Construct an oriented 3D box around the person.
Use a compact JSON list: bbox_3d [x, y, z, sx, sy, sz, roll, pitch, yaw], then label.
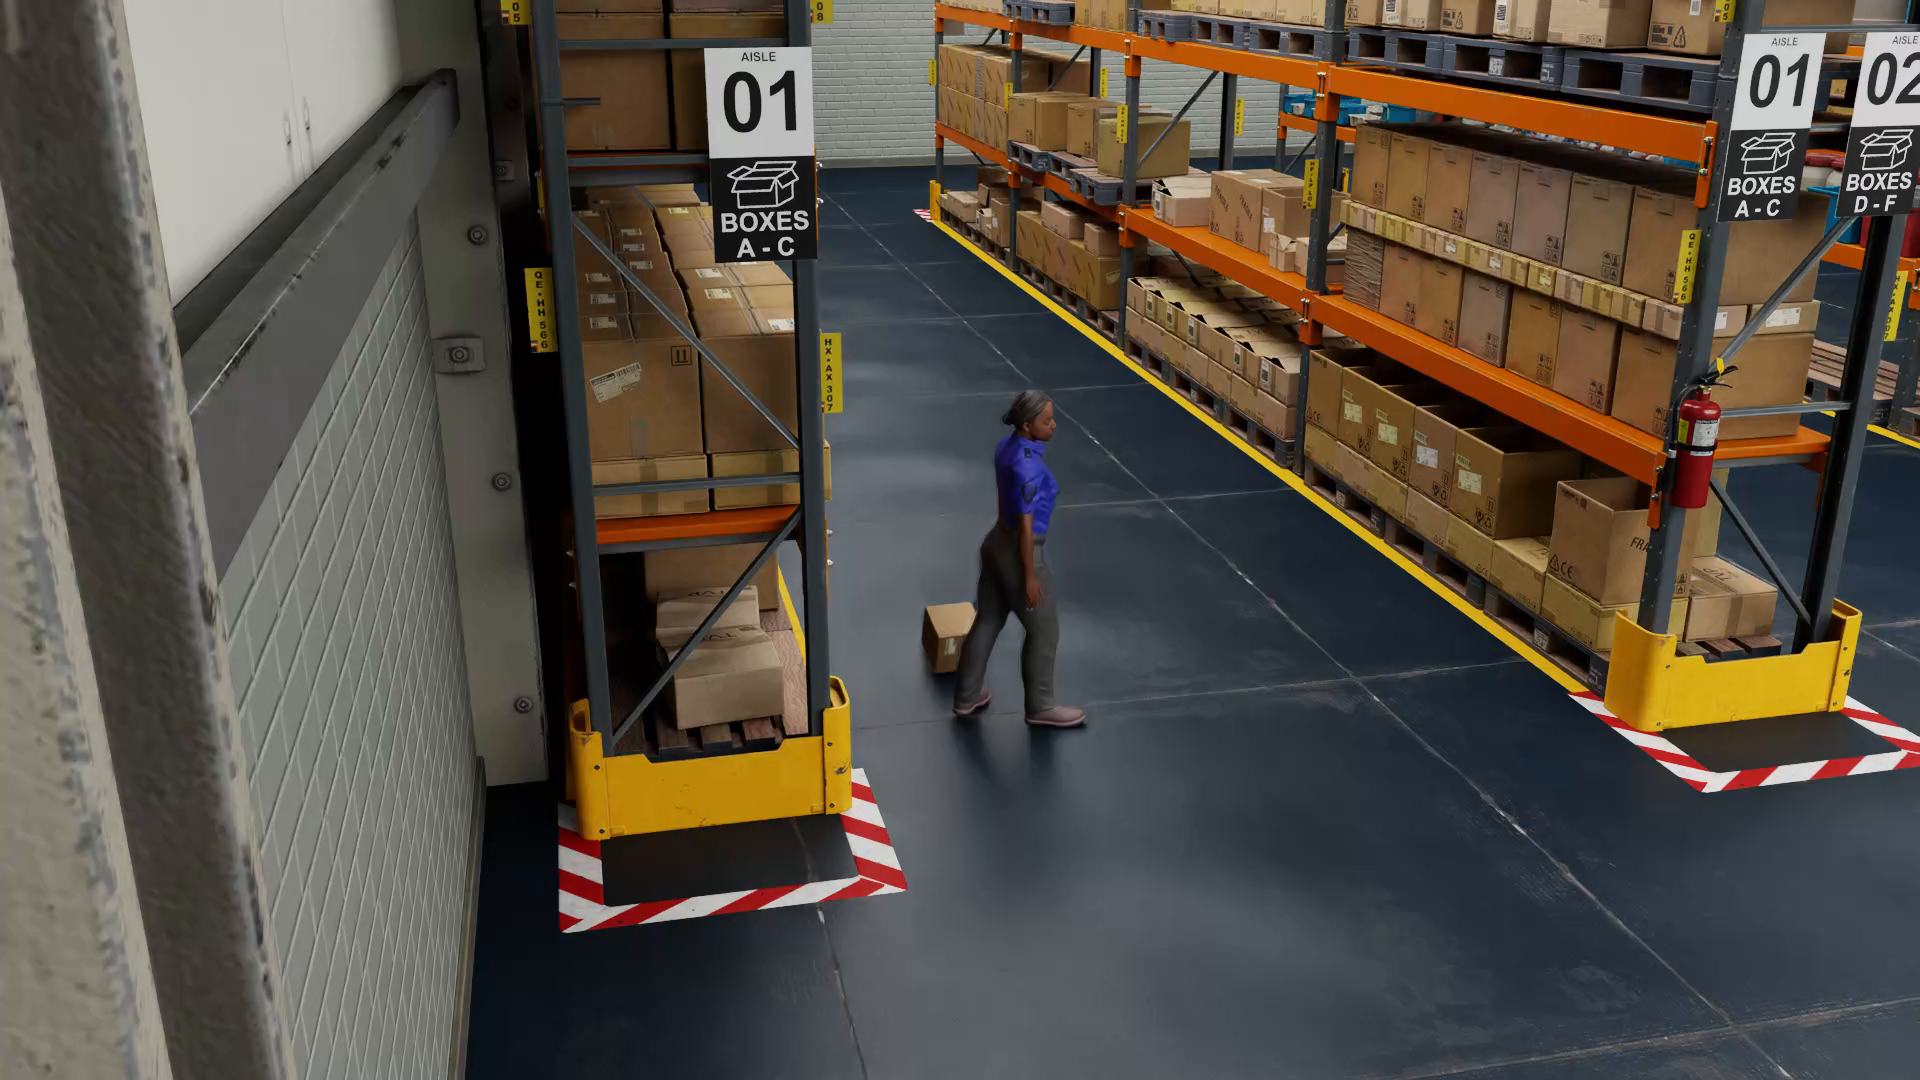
[{"bbox_3d":[0.275,0.086,7.830,0.602,1.644,0.522,-6,21,-16],"label":"person"}]
